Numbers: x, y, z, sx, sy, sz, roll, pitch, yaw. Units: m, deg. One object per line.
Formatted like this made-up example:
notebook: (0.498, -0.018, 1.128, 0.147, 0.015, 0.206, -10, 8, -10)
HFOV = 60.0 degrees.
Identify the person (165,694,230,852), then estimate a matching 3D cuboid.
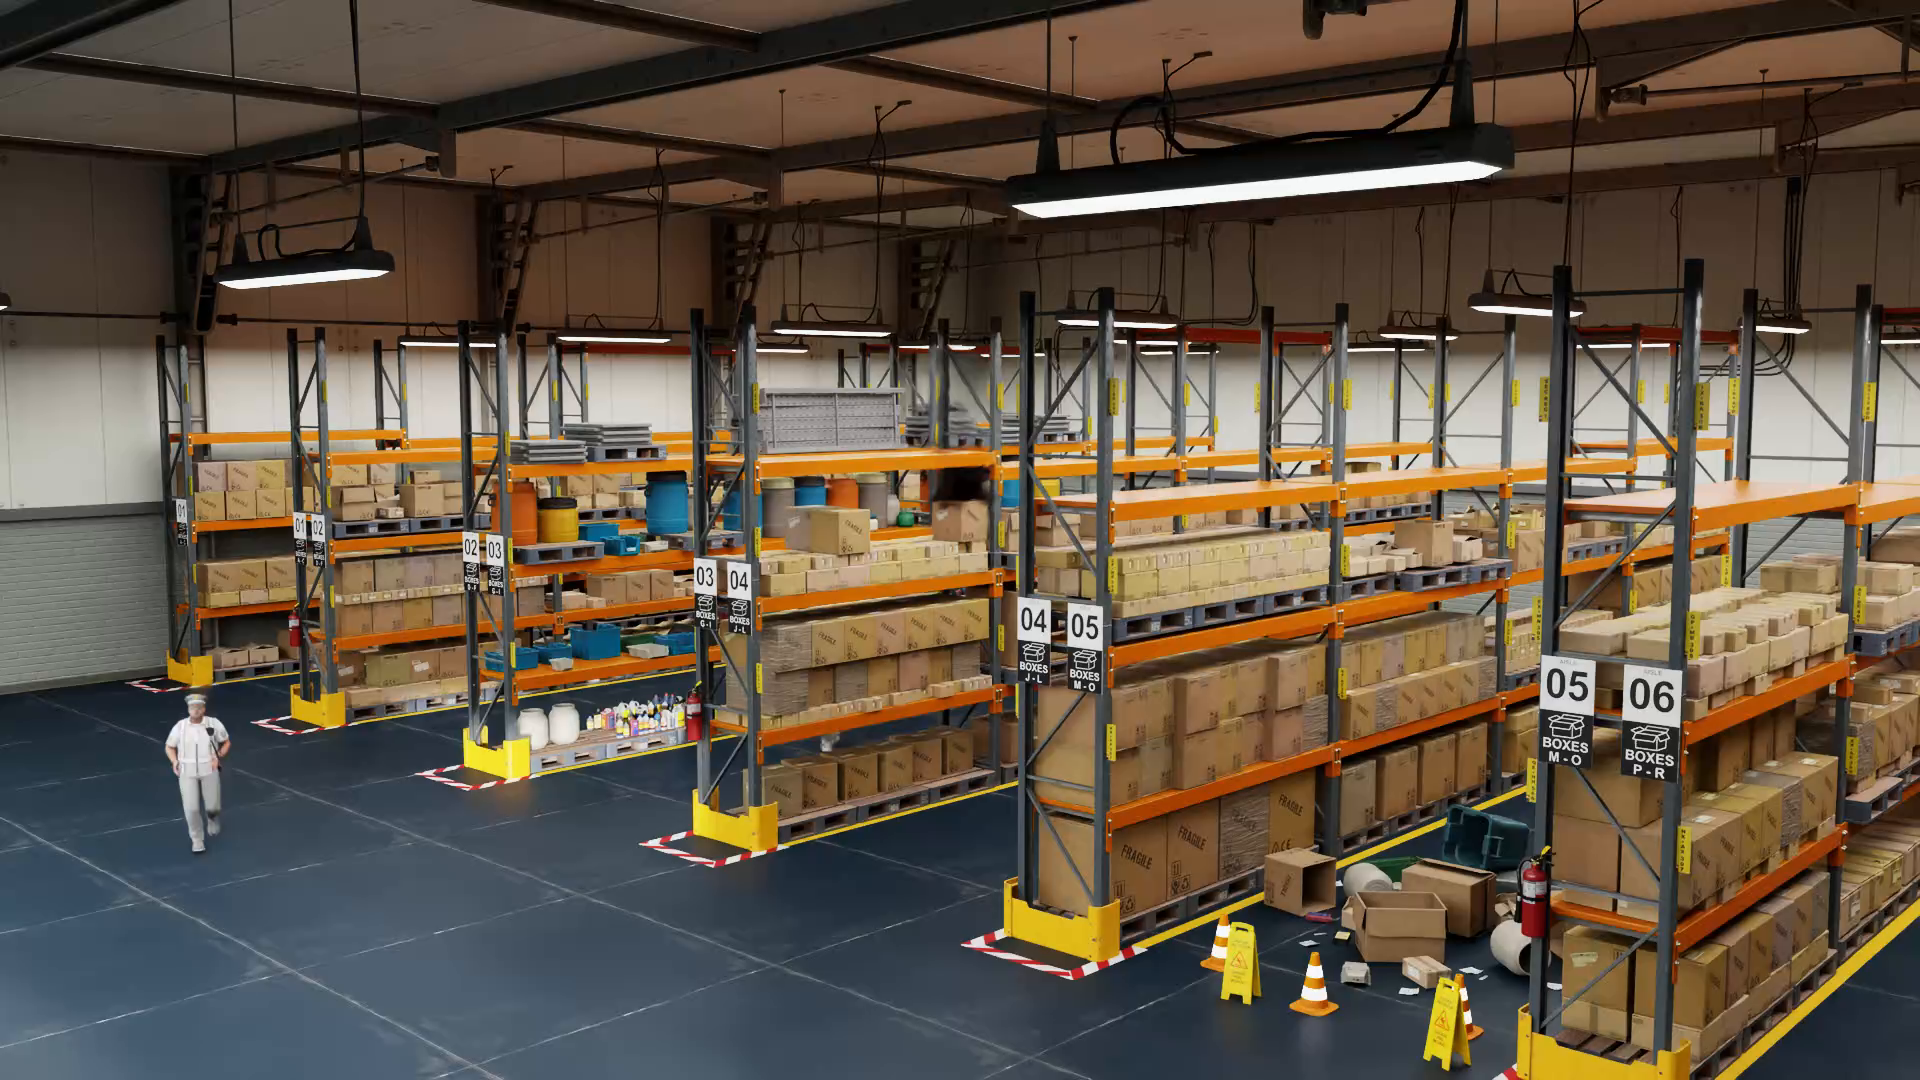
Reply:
person: (-8.485, 2.563, 18.528, 0.664, 1.728, 0.644, -2, 6, -22)

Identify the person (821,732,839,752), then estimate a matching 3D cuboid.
person: (-1.902, 2.095, 23.383, 0.684, 1.829, 0.769, 3, 6, 30)
